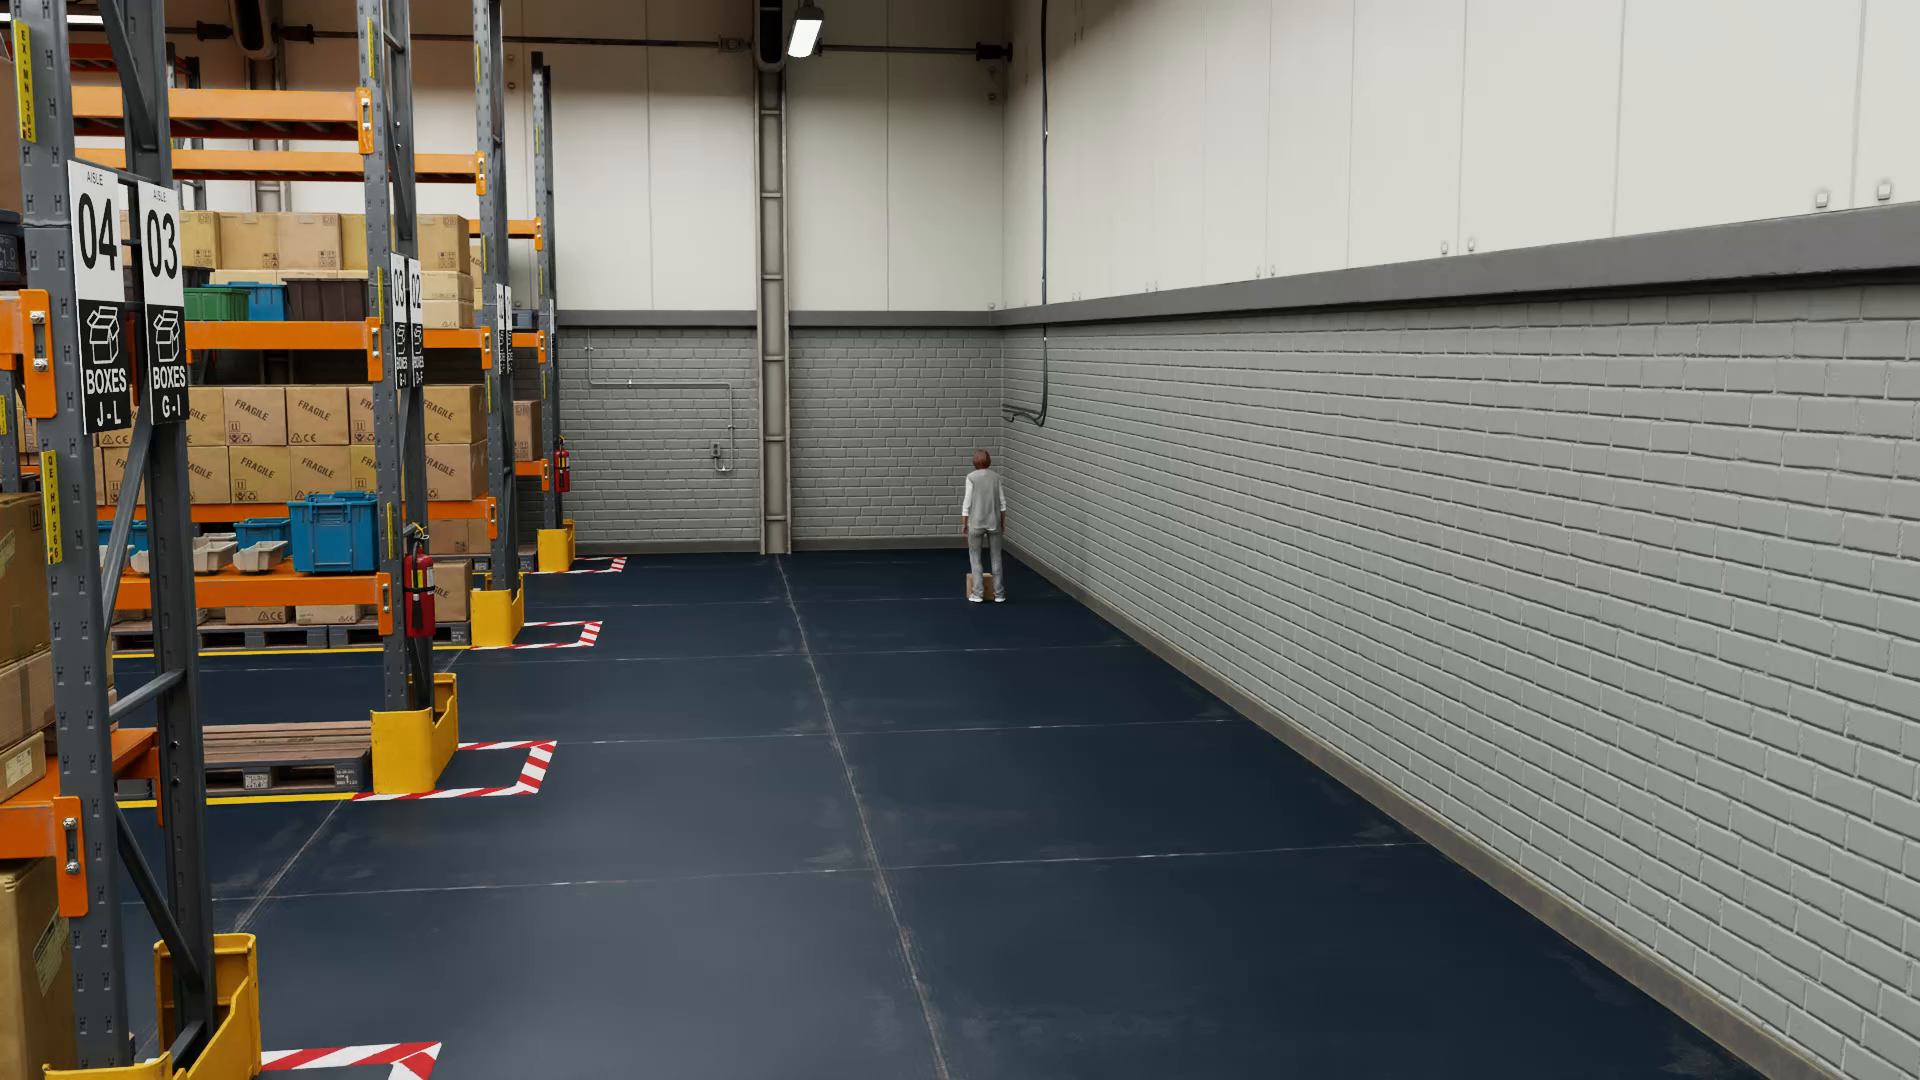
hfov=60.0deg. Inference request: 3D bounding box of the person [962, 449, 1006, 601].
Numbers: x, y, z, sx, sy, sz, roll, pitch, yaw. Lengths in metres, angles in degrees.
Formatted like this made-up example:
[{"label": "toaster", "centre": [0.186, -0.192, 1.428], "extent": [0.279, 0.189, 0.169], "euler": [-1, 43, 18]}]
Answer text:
[{"label": "person", "centre": [0.254, -0.141, 17.275], "extent": [0.485, 1.582, 0.374], "euler": [-1, 7, -12]}]
